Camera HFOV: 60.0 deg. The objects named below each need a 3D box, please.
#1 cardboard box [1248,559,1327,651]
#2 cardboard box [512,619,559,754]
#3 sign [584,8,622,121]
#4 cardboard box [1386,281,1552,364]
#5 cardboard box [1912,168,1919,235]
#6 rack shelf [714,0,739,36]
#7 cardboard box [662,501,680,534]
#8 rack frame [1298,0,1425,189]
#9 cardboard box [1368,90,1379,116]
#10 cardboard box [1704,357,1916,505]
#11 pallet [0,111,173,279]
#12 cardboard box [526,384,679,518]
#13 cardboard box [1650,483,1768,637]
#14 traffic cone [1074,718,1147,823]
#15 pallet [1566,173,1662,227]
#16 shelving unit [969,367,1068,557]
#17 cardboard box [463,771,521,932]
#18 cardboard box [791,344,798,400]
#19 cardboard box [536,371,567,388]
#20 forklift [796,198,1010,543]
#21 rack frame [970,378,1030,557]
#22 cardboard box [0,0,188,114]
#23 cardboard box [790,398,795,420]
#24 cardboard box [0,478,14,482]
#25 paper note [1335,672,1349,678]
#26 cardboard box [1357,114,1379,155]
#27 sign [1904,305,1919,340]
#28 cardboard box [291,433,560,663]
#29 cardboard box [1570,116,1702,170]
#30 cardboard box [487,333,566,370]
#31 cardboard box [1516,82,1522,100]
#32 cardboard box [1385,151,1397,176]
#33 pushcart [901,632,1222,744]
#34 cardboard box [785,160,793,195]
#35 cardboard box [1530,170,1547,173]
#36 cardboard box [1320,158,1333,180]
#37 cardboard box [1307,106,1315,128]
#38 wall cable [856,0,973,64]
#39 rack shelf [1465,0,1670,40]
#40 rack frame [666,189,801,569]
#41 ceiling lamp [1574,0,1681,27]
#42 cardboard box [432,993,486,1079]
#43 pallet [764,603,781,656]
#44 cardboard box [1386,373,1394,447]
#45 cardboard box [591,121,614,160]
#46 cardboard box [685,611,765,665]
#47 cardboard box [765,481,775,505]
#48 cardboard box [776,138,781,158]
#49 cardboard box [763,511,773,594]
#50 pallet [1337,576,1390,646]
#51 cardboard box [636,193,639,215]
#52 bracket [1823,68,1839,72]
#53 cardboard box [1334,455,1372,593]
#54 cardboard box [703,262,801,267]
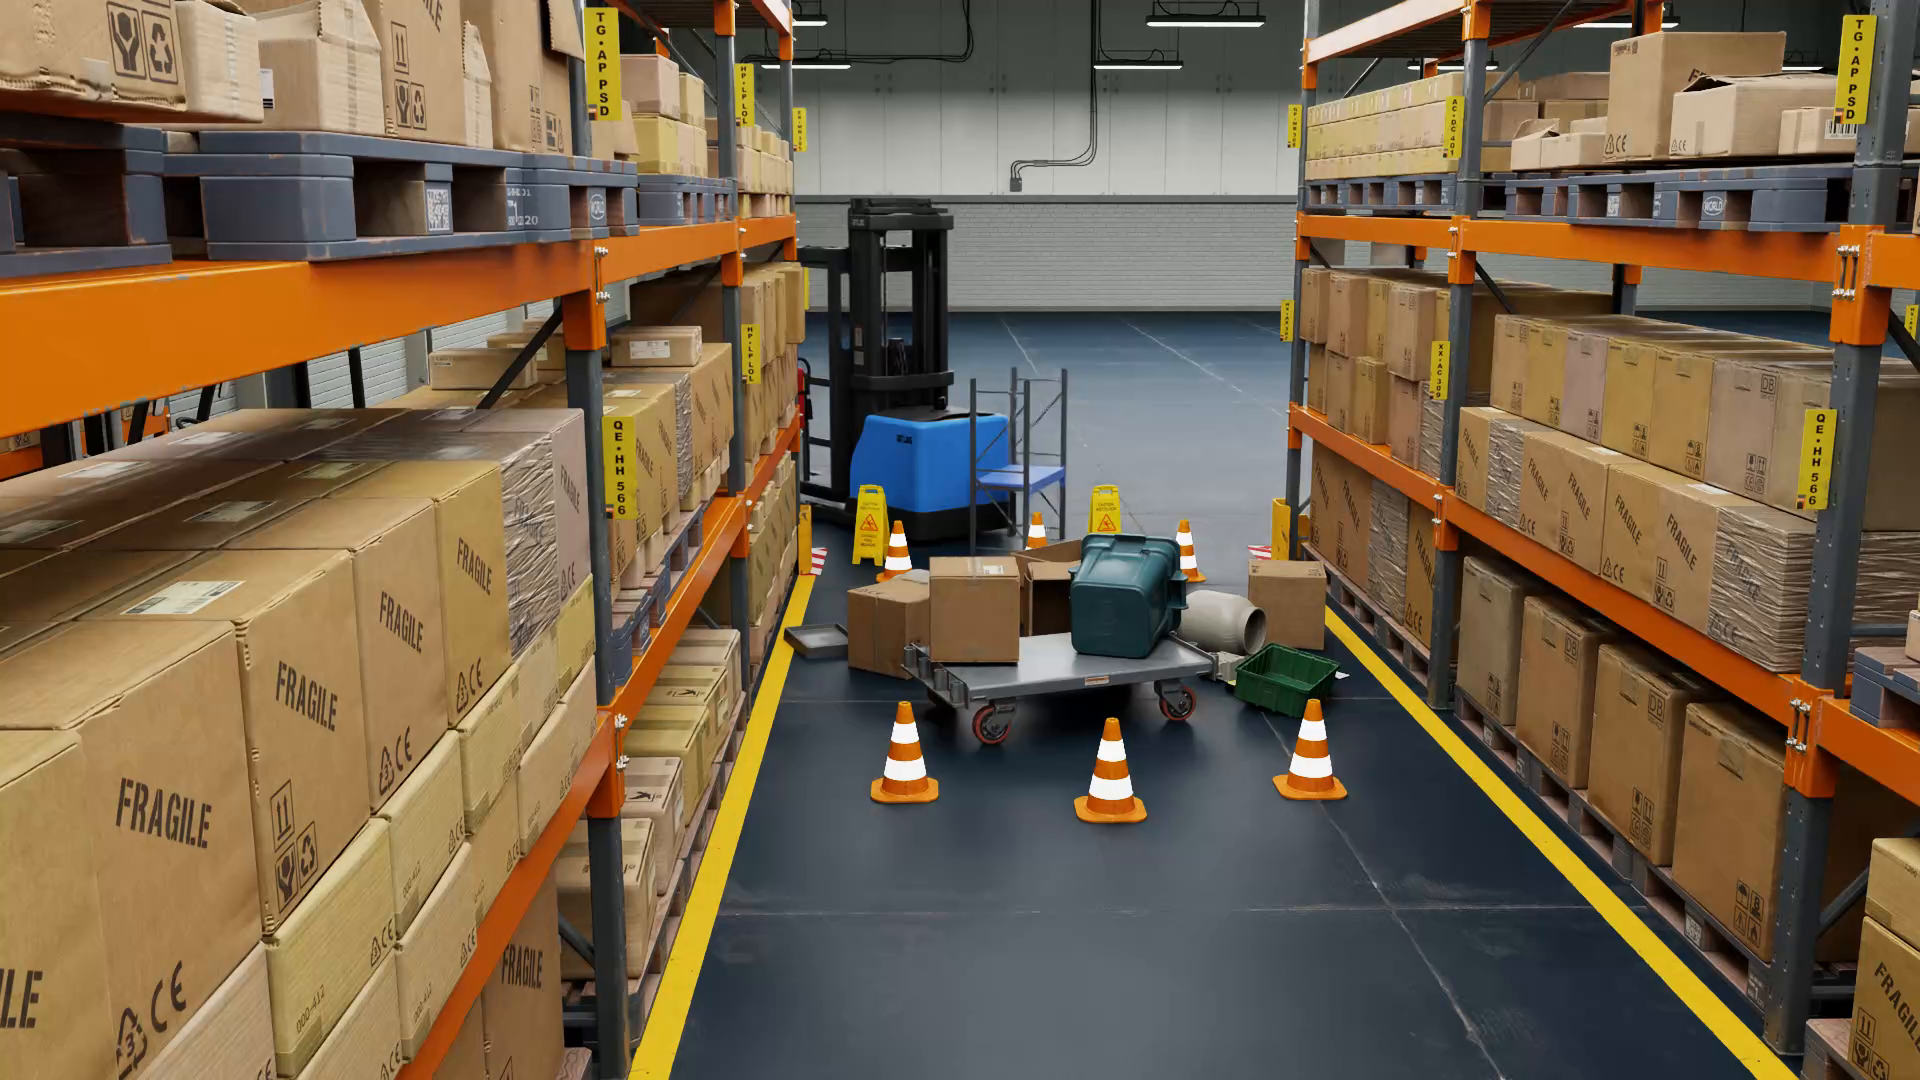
[{"bbox_3d":[2.186,0.429,11.180,0.500,0.500,0.500,2,12,9],"label":"cardboard box"},{"bbox_3d":[-1.341,0.371,4.306,0.500,0.250,0.500,-1,11,-3],"label":"cardboard box"},{"bbox_3d":[-1.065,-1.418,4.959,0.100,0.325,0.005,0,11,-1],"label":"sign"},{"bbox_3d":[3.270,-1.383,10.740,0.875,0.550,0.550,0,11,-1],"label":"cardboard box"},{"bbox_3d":[3.073,-1.100,4.639,0.500,0.500,0.500,0,11,-1],"label":"cardboard box"},{"bbox_3d":[-1.661,-2.444,6.787,1.077,0.370,4.000,0,11,-1],"label":"rack shelf"},{"bbox_3d":[-1.426,-0.124,7.203,0.380,0.149,0.250,0,11,1],"label":"cardboard box"},{"bbox_3d":[3.162,-4.226,12.754,1.000,3.000,0.127,0,11,-1],"label":"rack frame"},{"bbox_3d":[2.886,-2.856,10.867,0.380,0.149,0.250,0,11,0],"label":"cardboard box"},{"bbox_3d":[3.316,-0.424,6.338,0.700,0.500,0.500,0,11,-2],"label":"cardboard box"},{"bbox_3d":[-1.605,-0.418,2.012,0.805,0.209,1.217,-1,11,-3],"label":"pallet"},{"bbox_3d":[-1.433,-0.355,6.708,0.500,0.500,0.500,0,11,0],"label":"cardboard box"},{"bbox_3d":[3.040,0.068,6.427,0.500,0.500,0.500,0,11,-1],"label":"cardboard box"},{"bbox_3d":[0.729,1.088,8.034,0.336,0.463,0.334,0,11,-1],"label":"traffic cone"},{"bbox_3d":[3.235,-1.423,6.958,1.003,0.211,1.213,0,11,1],"label":"pallet"},{"bbox_3d":[0.503,-0.651,13.994,0.538,1.500,1.048,4,12,20],"label":"shelving unit"},{"bbox_3d":[-1.329,0.720,3.844,0.500,0.250,0.500,0,11,-2],"label":"cardboard box"},{"bbox_3d":[-1.498,-1.333,12.586,0.500,0.500,0.500,0,11,-2],"label":"cardboard box"},{"bbox_3d":[-1.951,-0.456,7.207,0.500,0.500,0.500,-1,11,-3],"label":"cardboard box"},{"bbox_3d":[-0.873,-1.653,15.337,1.130,2.935,3.031,-9,15,-38],"label":"forklift"},{"bbox_3d":[0.323,-0.556,13.528,0.500,1.500,0.032,4,12,20],"label":"rack frame"},{"bbox_3d":[-1.265,-0.761,1.913,0.500,0.500,0.500,0,11,-2],"label":"cardboard box"},{"bbox_3d":[-1.447,-0.999,12.568,0.380,0.149,0.250,0,11,-2],"label":"cardboard box"},{"bbox_3d":[-6.913,-0.277,11.725,0.500,0.250,0.500,0,11,-2],"label":"cardboard box"},{"bbox_3d":[2.325,0.835,10.367,0.147,0.020,0.142,-10,15,-40],"label":"paper note"},{"bbox_3d":[2.947,-2.685,11.025,0.500,0.250,0.500,0,11,-1],"label":"cardboard box"},{"bbox_3d":[7.580,-1.708,13.255,0.100,0.325,0.005,0,11,-1],"label":"sign"},{"bbox_3d":[-1.329,0.010,4.200,0.500,0.500,0.500,0,11,0],"label":"cardboard box"},{"bbox_3d":[3.419,-2.002,8.408,0.500,0.250,0.500,0,11,-1],"label":"cardboard box"},{"bbox_3d":[-1.921,-0.858,7.556,0.380,0.149,0.250,0,11,2],"label":"cardboard box"},{"bbox_3d":[3.560,-2.708,10.137,0.380,0.149,0.250,0,11,-2],"label":"cardboard box"},{"bbox_3d":[2.896,-2.365,10.452,0.380,0.149,0.250,0,11,0],"label":"cardboard box"},{"bbox_3d":[0.576,0.816,9.588,1.648,0.377,0.936,-4,12,-21],"label":"pushcart"},{"bbox_3d":[-1.505,-2.687,12.343,0.500,0.250,0.500,0,11,-2],"label":"cardboard box"},{"bbox_3d":[3.569,-2.217,9.724,0.380,0.149,0.250,0,11,-1],"label":"cardboard box"},{"bbox_3d":[2.859,-2.717,12.188,0.380,0.149,0.250,0,11,-1],"label":"cardboard box"},{"bbox_3d":[2.850,-3.210,12.613,0.380,0.149,0.250,0,11,-1],"label":"cardboard box"},{"bbox_3d":[-1.194,-13.783,43.530,3.097,2.526,0.112,0,11,-1],"label":"wall cable"},{"bbox_3d":[3.286,-2.484,6.987,1.077,0.370,4.000,0,11,-1],"label":"rack shelf"},{"bbox_3d":[-1.785,-1.245,13.151,1.000,3.000,0.127,0,11,-1],"label":"rack frame"},{"bbox_3d":[11.209,-10.346,28.241,2.000,3.185,0.800,0,11,-1],"label":"ceiling lamp"},{"bbox_3d":[-1.674,1.496,3.930,0.875,0.875,0.875,0,11,0],"label":"cardboard box"},{"bbox_3d":[-1.780,0.540,11.365,1.003,0.211,1.213,0,11,-1],"label":"pallet"},{"bbox_3d":[3.297,-0.854,10.848,0.875,0.550,0.550,0,11,-1],"label":"cardboard box"},{"bbox_3d":[-1.629,-1.362,5.934,0.700,0.500,0.500,0,11,-1],"label":"cardboard box"},{"bbox_3d":[-1.445,0.573,10.047,0.500,0.250,0.500,-1,11,-4],"label":"cardboard box"},{"bbox_3d":[-1.408,-0.293,10.799,0.380,0.149,0.250,0,11,2],"label":"cardboard box"},{"bbox_3d":[-1.492,-2.815,11.970,0.380,0.149,0.250,0,11,-2],"label":"cardboard box"},{"bbox_3d":[-1.468,0.100,10.497,0.500,0.500,0.500,0,11,1],"label":"cardboard box"},{"bbox_3d":[3.279,0.482,11.654,1.003,0.211,1.213,0,11,-1],"label":"pallet"},{"bbox_3d":[-1.931,-1.909,9.511,0.380,0.149,0.250,0,11,0],"label":"cardboard box"},{"bbox_3d":[22.839,-12.314,43.568,0.076,0.066,3.189,0,11,-1],"label":"bracket"},{"bbox_3d":[3.262,-0.141,11.995,0.875,0.875,0.875,0,11,-2],"label":"cardboard box"},{"bbox_3d":[-1.556,-1.829,12.516,0.700,0.500,0.500,-1,11,-3],"label":"cardboard box"}]
